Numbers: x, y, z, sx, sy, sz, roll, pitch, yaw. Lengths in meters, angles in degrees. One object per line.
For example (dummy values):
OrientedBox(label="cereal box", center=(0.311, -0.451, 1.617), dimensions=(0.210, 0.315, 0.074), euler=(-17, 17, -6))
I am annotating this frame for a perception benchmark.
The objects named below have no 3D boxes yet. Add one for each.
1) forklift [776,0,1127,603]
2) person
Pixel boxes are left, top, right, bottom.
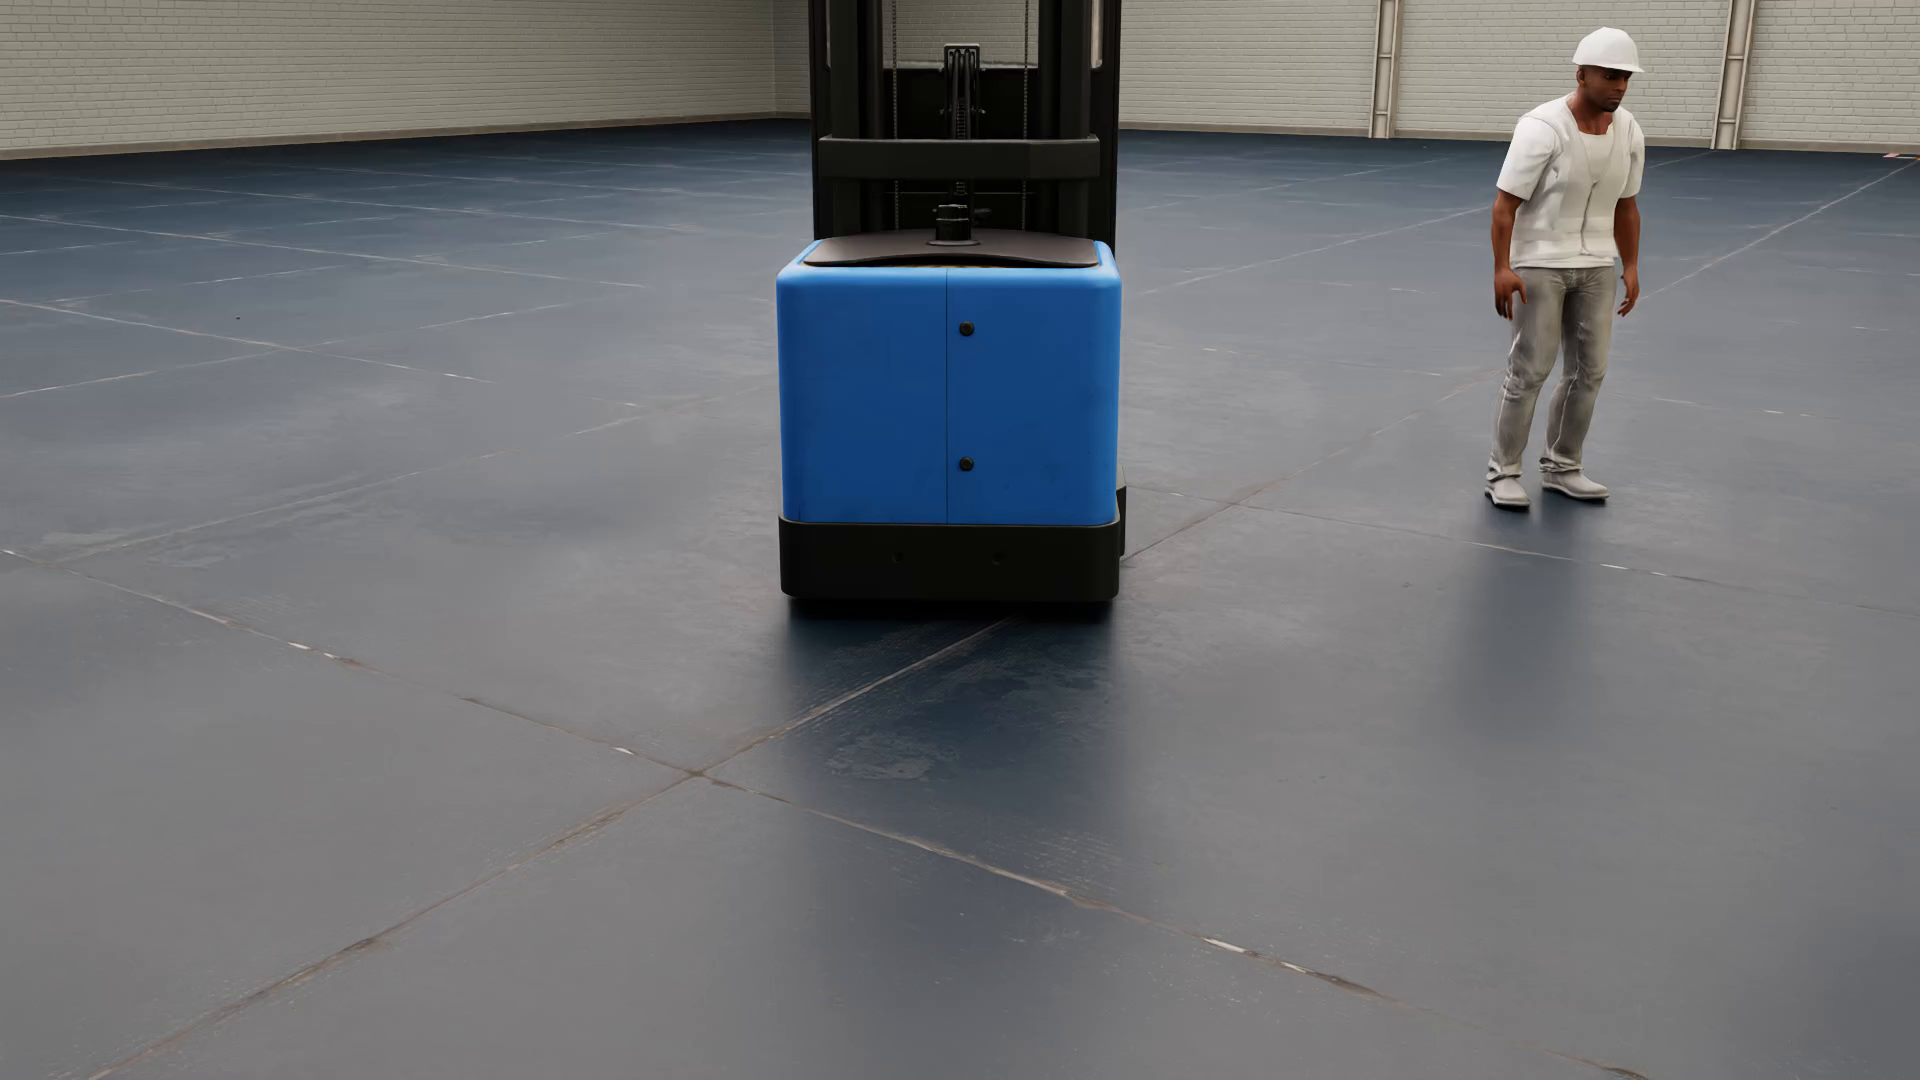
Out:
OrientedBox(label="forklift", center=(0.028, -1.583, 6.127), dimensions=(1.130, 2.935, 3.031), euler=(1, 17, 2))
OrientedBox(label="person", center=(2.292, -1.014, 6.274), dimensions=(0.627, 1.760, 0.461), euler=(-5, 17, -15))
